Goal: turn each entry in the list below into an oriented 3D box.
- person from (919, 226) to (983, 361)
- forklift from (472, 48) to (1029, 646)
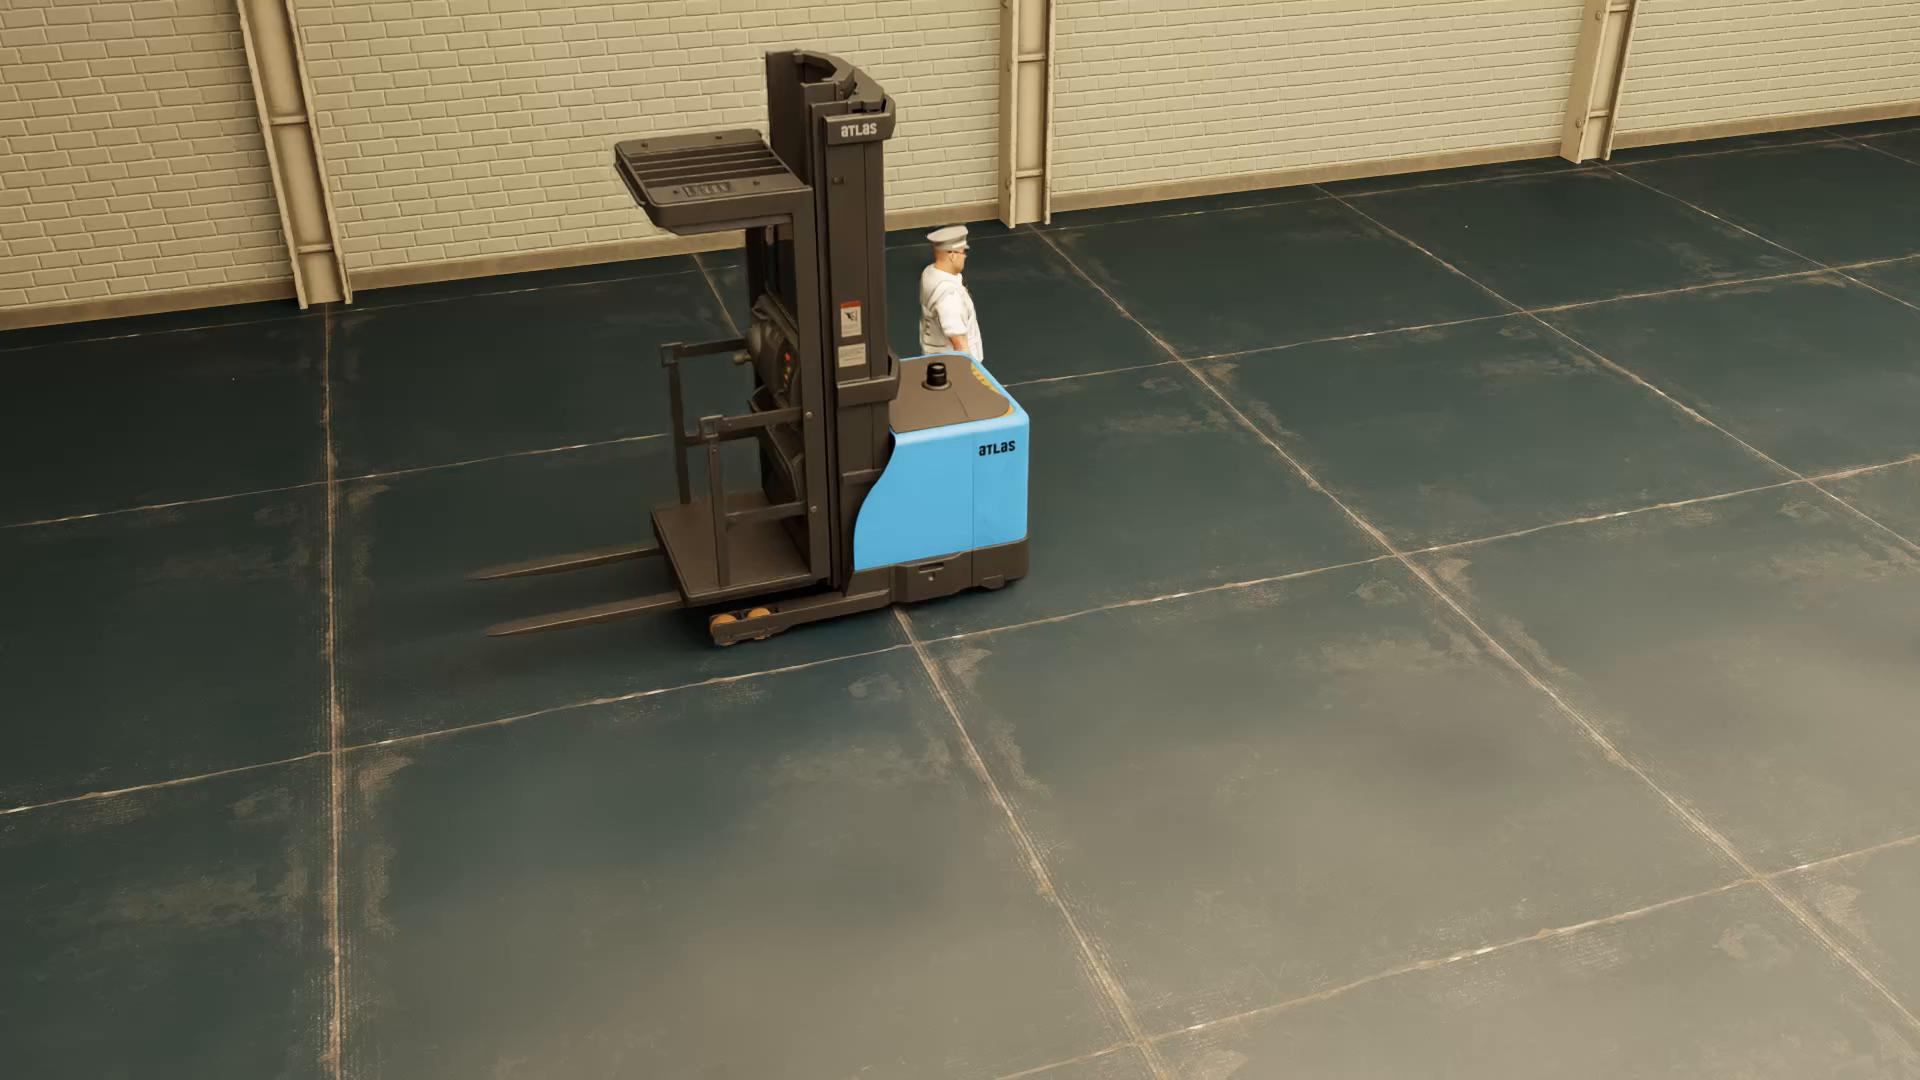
[{"bbox_3d":[-0.010,-1.084,10.297,0.454,1.723,0.823,-3,30,-6],"label":"person"},{"bbox_3d":[-1.178,-0.992,8.811,3.031,2.935,1.130,-10,32,-17],"label":"forklift"}]
